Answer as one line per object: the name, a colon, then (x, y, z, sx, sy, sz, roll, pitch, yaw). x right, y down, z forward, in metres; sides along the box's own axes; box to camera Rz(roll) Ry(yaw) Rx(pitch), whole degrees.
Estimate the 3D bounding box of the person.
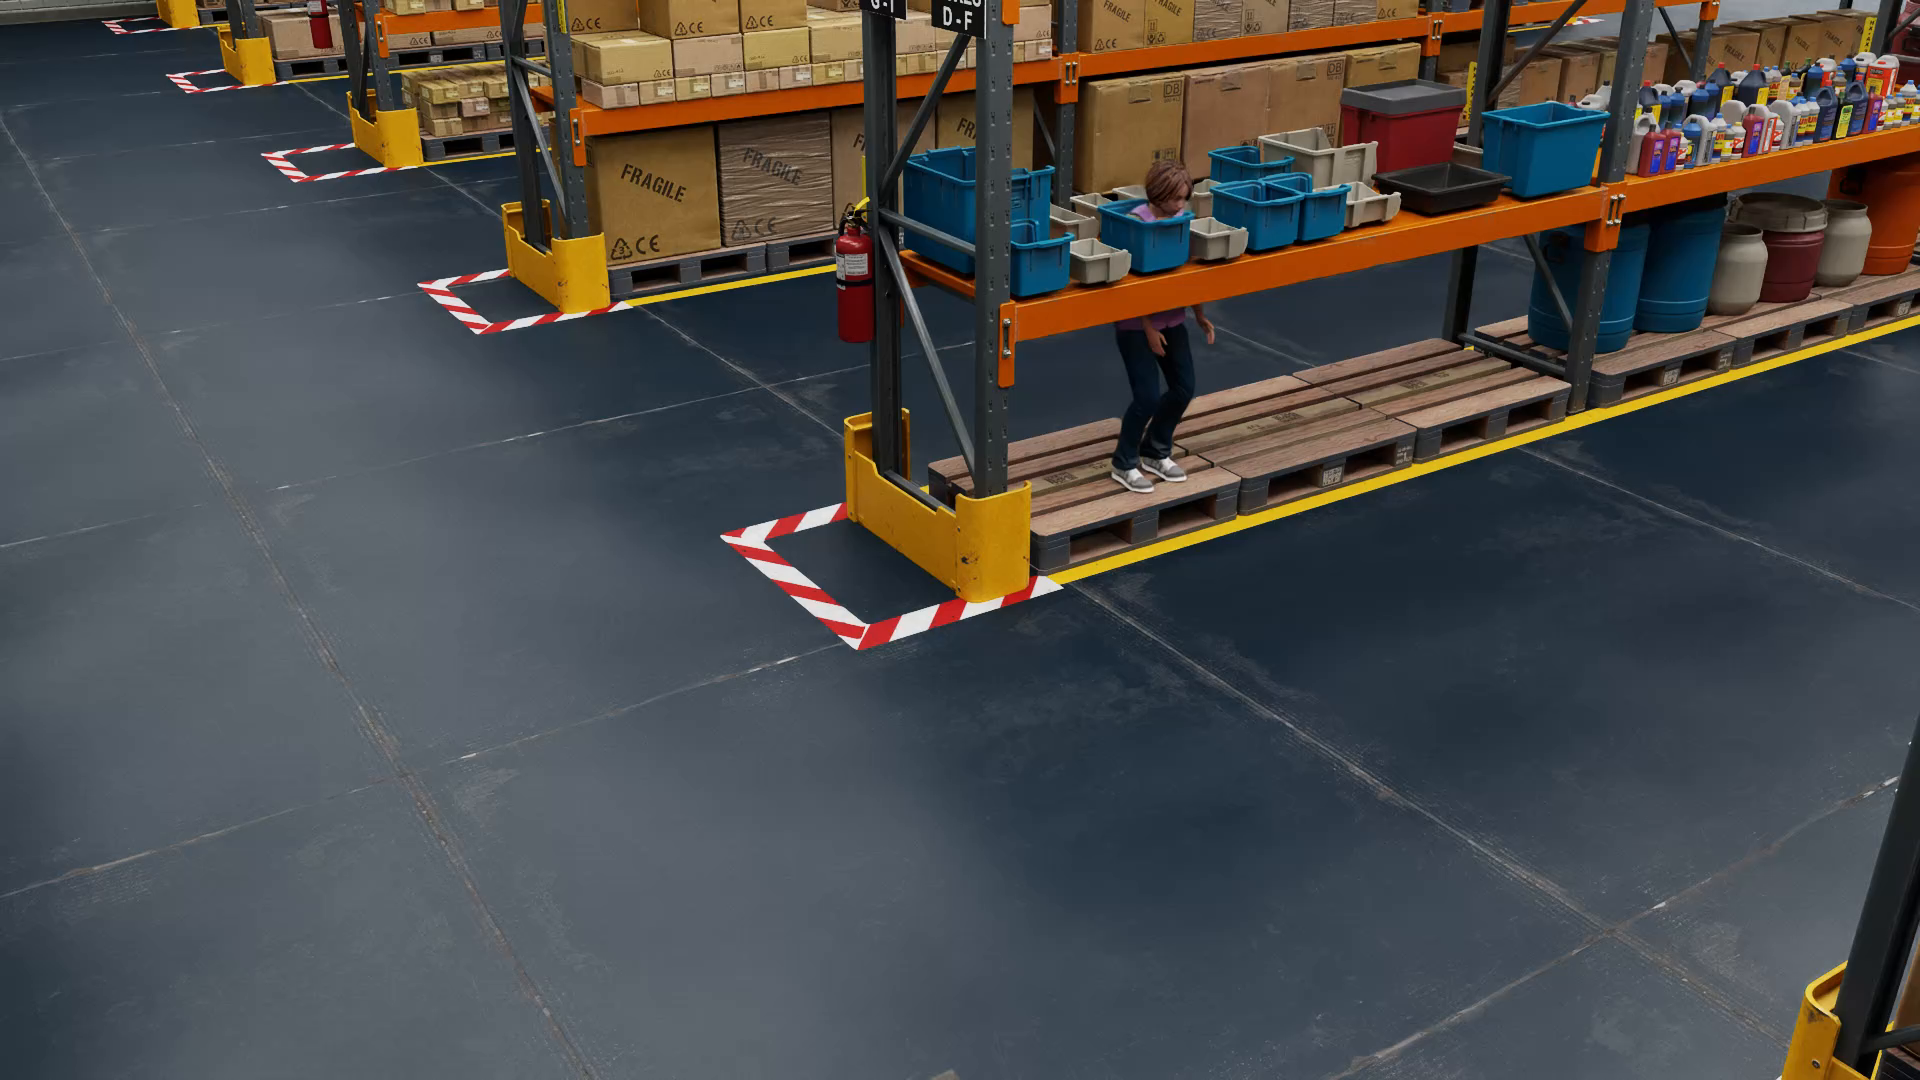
person: (0.946, -0.995, 7.776, 0.430, 1.561, 0.407, -18, 31, -33)
